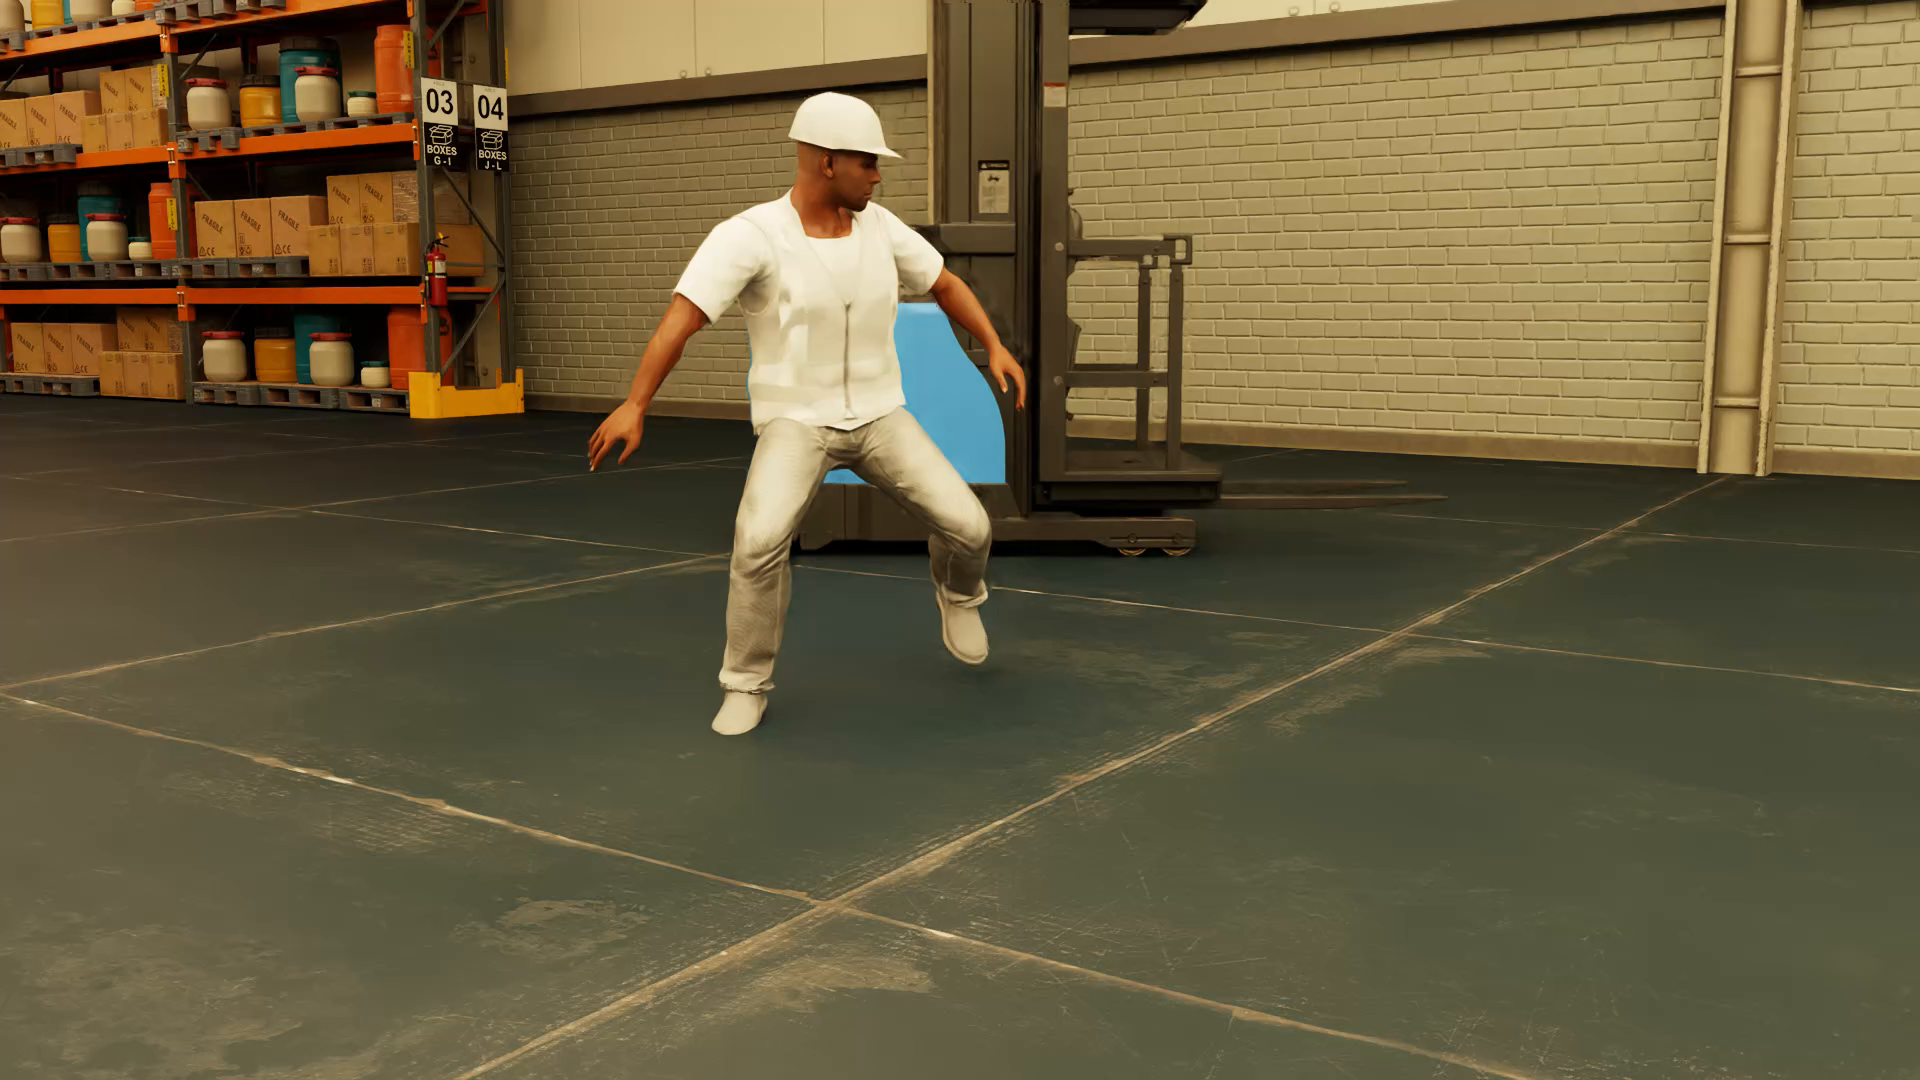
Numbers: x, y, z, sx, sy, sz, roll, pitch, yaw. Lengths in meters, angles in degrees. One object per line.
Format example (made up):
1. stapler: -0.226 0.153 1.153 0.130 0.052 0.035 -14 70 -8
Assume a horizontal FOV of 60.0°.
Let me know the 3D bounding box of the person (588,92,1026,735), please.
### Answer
1. person: -0.372 -0.333 4.381 1.193 1.639 0.512 -4 9 -25

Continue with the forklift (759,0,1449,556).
1. forklift: 0.632 -1.456 7.433 3.031 2.935 1.130 0 8 -1
